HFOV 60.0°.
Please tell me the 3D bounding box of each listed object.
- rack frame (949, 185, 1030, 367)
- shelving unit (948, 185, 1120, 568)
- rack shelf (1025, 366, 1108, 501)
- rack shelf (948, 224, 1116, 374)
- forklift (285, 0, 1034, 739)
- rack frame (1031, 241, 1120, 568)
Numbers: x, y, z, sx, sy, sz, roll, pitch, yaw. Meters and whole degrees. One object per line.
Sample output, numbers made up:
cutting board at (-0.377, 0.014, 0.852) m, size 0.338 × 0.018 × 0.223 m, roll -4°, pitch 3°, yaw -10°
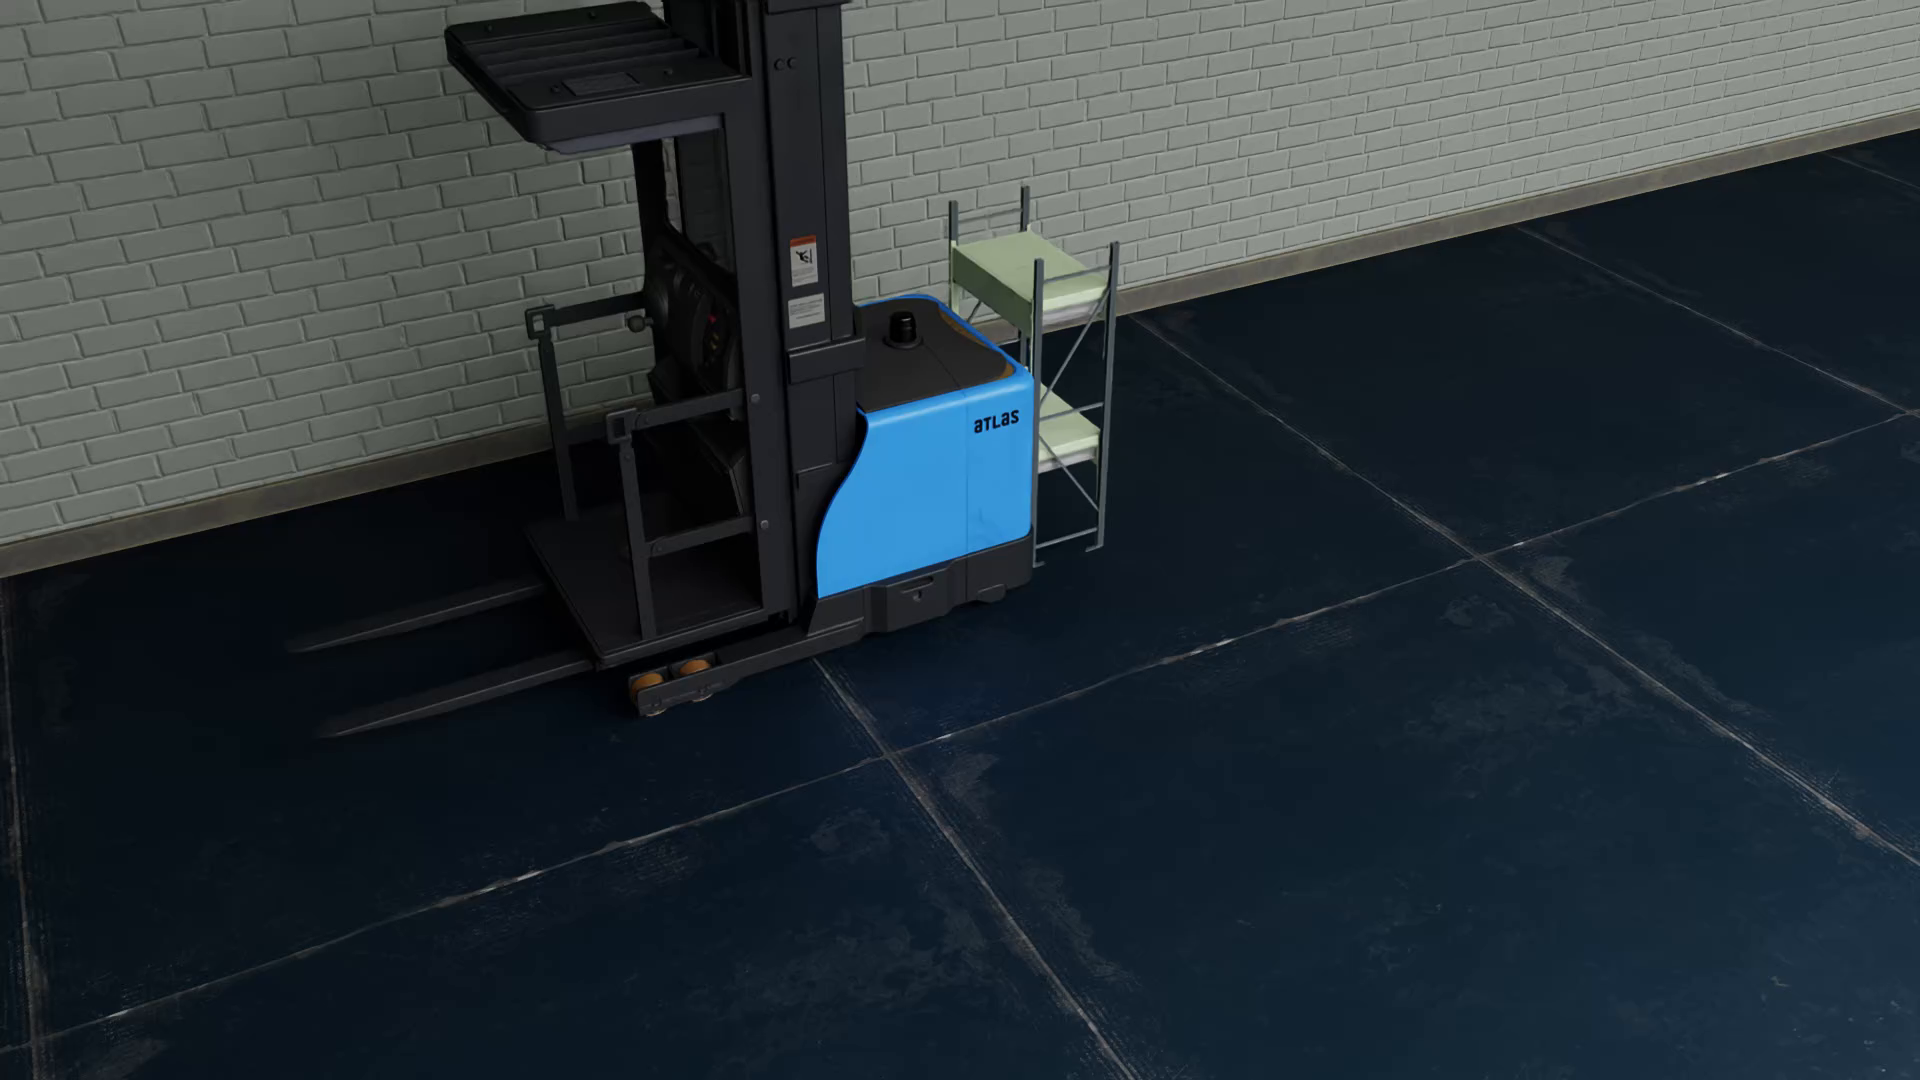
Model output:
rack frame at (0.132, -0.900, 7.765) m, size 0.400 × 1.500 × 0.023 m, roll -16°, pitch 36°, yaw -24°
shelving unit at (0.307, -0.727, 7.494) m, size 0.431 × 1.500 × 0.755 m, roll -16°, pitch 36°, yaw -24°
rack shelf at (0.307, -0.452, 7.670) m, size 0.431 × 0.370 × 0.720 m, roll -16°, pitch 36°, yaw -24°
rack shelf at (0.307, -1.056, 7.284) m, size 0.431 × 0.370 × 0.720 m, roll -16°, pitch 36°, yaw -24°
forklift at (-1.222, -0.858, 6.372) m, size 3.031 × 2.935 × 1.130 m, roll -16°, pitch 36°, yaw -24°
rack frame at (0.482, -0.553, 7.224) m, size 0.400 × 1.500 × 0.023 m, roll -16°, pitch 36°, yaw -24°
